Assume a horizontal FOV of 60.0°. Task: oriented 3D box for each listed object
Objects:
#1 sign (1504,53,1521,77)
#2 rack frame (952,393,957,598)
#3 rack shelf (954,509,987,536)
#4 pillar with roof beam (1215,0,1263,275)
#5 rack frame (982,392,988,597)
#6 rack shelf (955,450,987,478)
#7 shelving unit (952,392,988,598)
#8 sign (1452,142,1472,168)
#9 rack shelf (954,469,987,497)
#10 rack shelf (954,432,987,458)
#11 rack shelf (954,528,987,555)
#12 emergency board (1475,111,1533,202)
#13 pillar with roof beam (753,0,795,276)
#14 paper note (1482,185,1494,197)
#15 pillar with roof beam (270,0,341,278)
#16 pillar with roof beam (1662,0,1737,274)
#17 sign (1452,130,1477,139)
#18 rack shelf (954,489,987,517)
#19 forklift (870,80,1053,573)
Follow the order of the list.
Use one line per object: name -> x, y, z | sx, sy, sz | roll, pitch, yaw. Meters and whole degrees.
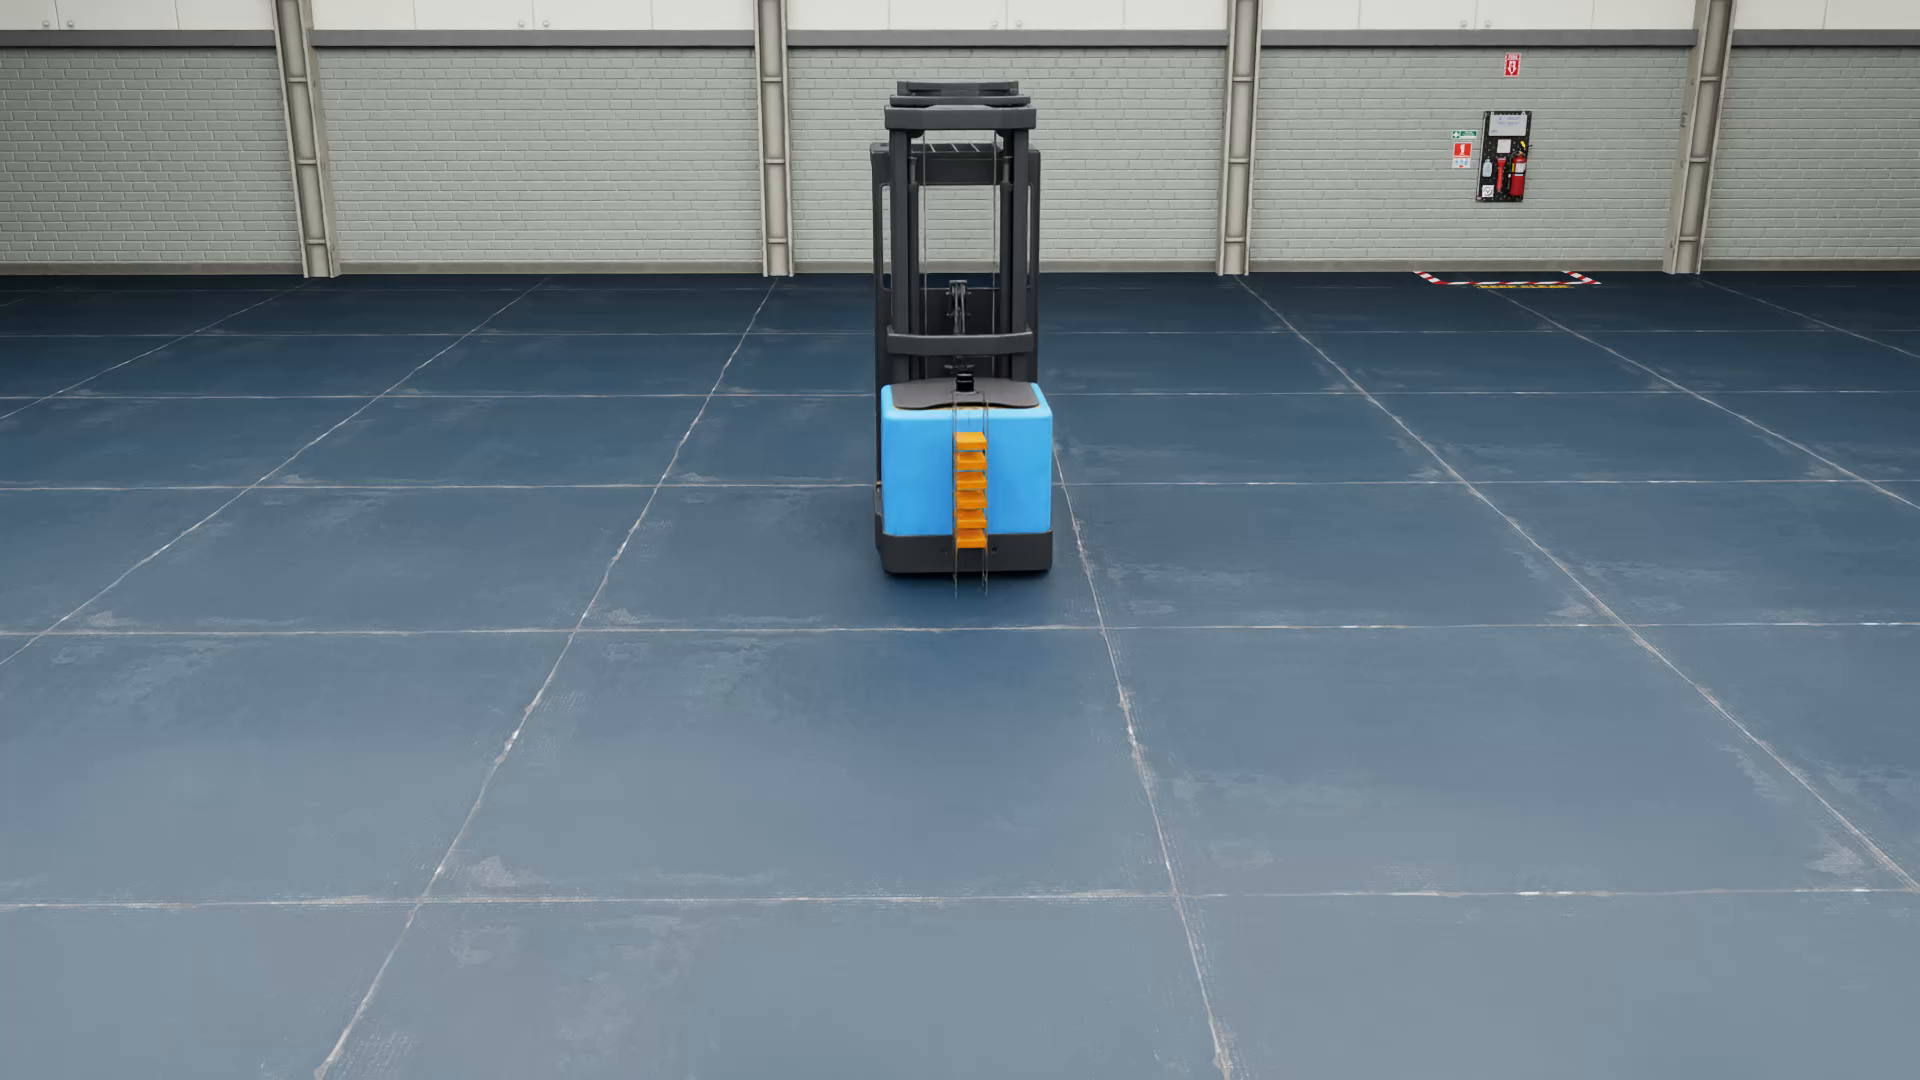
sign -> 7.126, -6.131, 21.453 | 0.199, 0.298, 0.001 | 0, 18, -1
rack frame -> -0.032, -0.260, 9.895 | 0.006, 1.200, 0.240 | -2, 18, -5
rack shelf -> 0.059, -0.106, 9.953 | 0.180, 0.103, 0.258 | -2, 18, -5
pillar with roof beam -> 3.676, -6.510, 16.608 | 0.400, 9.000, 9.100 | 0, 18, -1
rack frame -> 0.150, -0.265, 9.910 | 0.006, 1.200, 0.240 | -2, 18, -5
rack shelf -> 0.059, -0.449, 9.843 | 0.180, 0.103, 0.258 | -2, 18, -5
shelving unit -> 0.059, -0.263, 9.903 | 0.189, 1.200, 0.258 | -2, 18, -5
sign -> 6.582, -5.042, 21.797 | 0.234, 0.329, 0.001 | 0, 18, -1
rack shelf -> 0.059, -0.335, 9.880 | 0.180, 0.103, 0.258 | -2, 18, -5
rack shelf -> 0.059, -0.563, 9.806 | 0.180, 0.103, 0.258 | -2, 18, -5
rack shelf -> 0.059, 0.008, 9.989 | 0.180, 0.103, 0.258 | -2, 18, -5
emergency board -> 7.136, -4.997, 21.713 | 0.643, 1.169, 0.194 | 0, 18, -1
pillar with roof beam -> -2.323, -6.481, 16.518 | 0.400, 9.000, 9.100 | 0, 18, -1
paper note -> 6.958, -4.597, 21.910 | 0.142, 0.148, 0.016 | 0, 18, -1
pillar with roof beam -> -8.322, -6.452, 16.428 | 0.400, 9.000, 9.100 | 0, 18, -1
pillar with roof beam -> 9.676, -6.539, 16.698 | 0.400, 9.000, 9.100 | 0, 18, -1
sign -> 6.586, -5.292, 21.708 | 0.331, 0.109, 0.001 | 0, 18, -1
rack shelf -> 0.059, -0.221, 9.916 | 0.180, 0.103, 0.258 | -2, 18, -5
forklift -> -0.042, -1.593, 11.215 | 1.130, 2.935, 3.031 | -1, 18, -4
